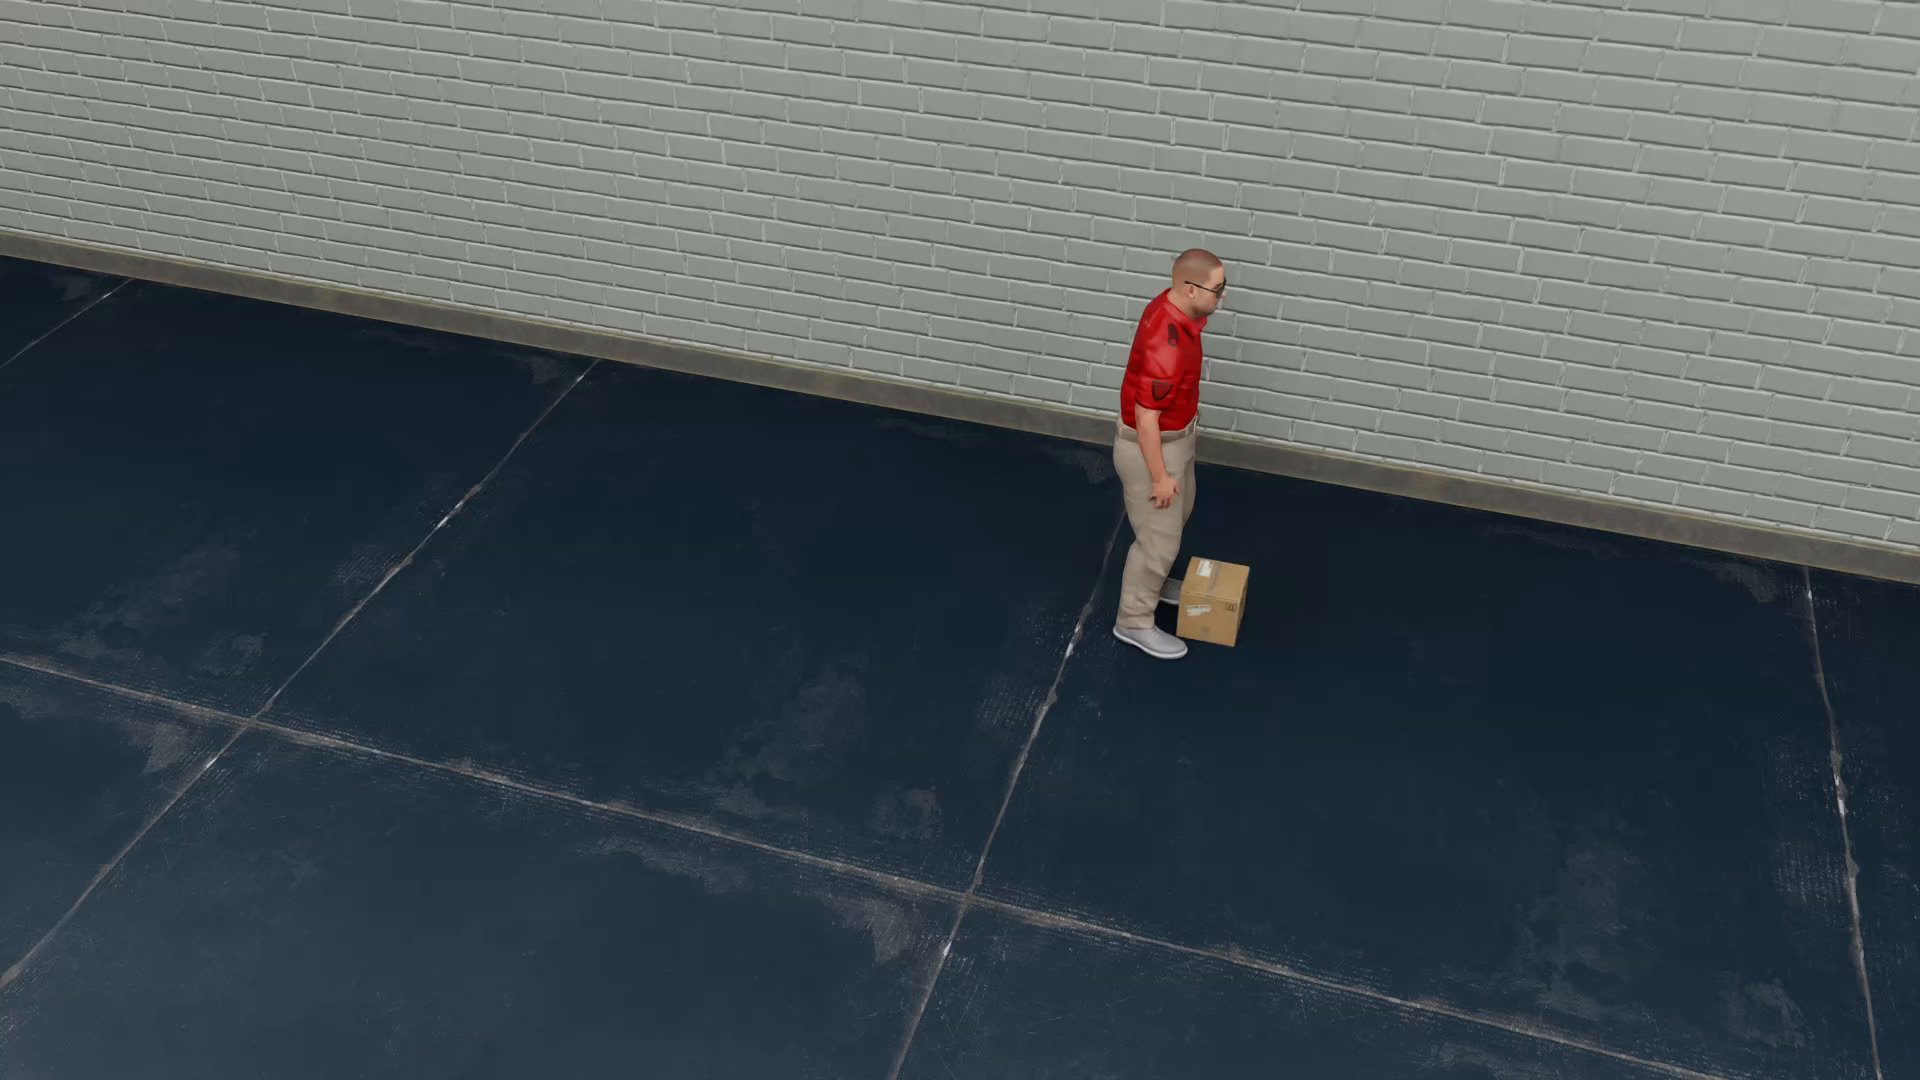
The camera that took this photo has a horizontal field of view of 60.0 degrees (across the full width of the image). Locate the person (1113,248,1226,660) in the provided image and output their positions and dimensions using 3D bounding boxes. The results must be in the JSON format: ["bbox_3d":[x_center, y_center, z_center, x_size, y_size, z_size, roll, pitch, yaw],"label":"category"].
[{"bbox_3d":[0.824,-0.373,6.660,0.393,1.725,0.584,9,38,12],"label":"person"}]
